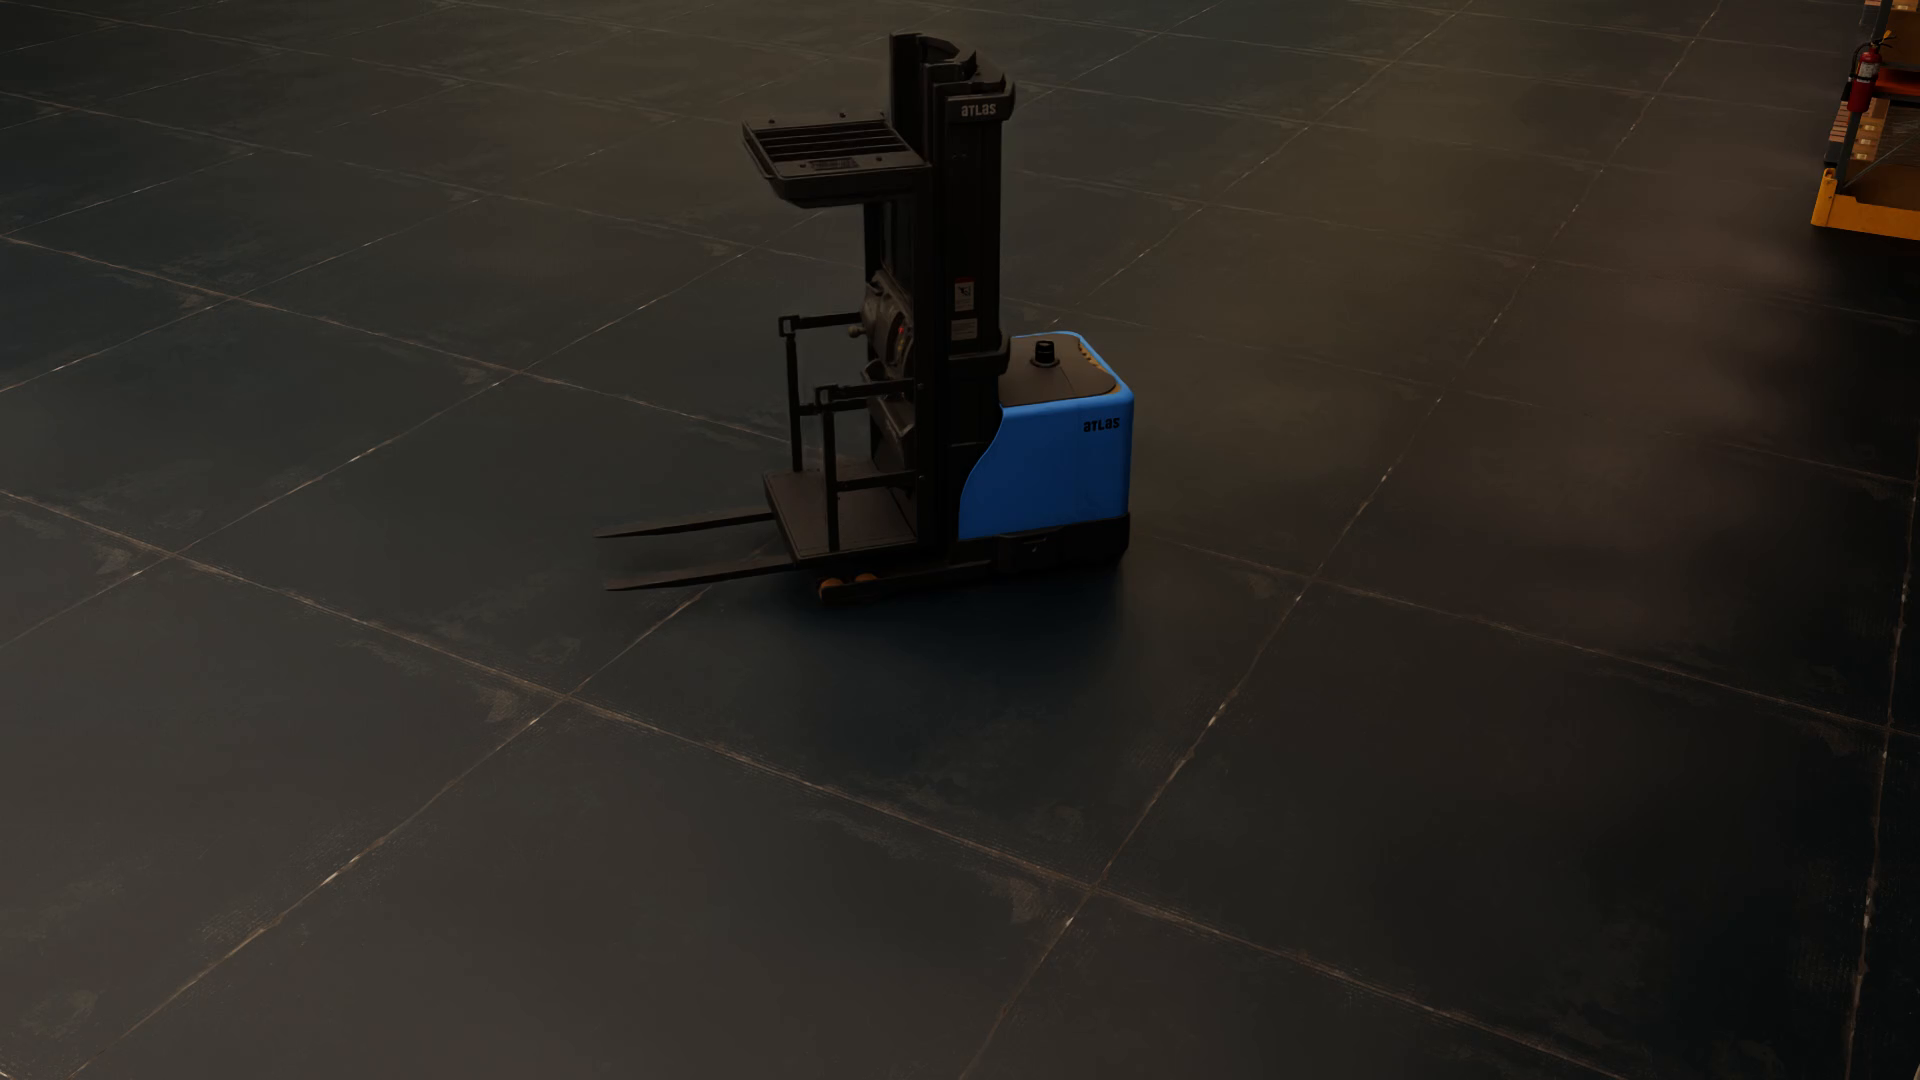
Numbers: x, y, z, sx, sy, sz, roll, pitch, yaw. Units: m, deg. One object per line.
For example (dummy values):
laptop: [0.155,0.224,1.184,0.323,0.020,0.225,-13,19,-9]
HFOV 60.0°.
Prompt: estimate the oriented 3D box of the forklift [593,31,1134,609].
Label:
forklift: [-0.584,-1.180,9.115,3.031,2.935,1.130,-8,31,-14]
